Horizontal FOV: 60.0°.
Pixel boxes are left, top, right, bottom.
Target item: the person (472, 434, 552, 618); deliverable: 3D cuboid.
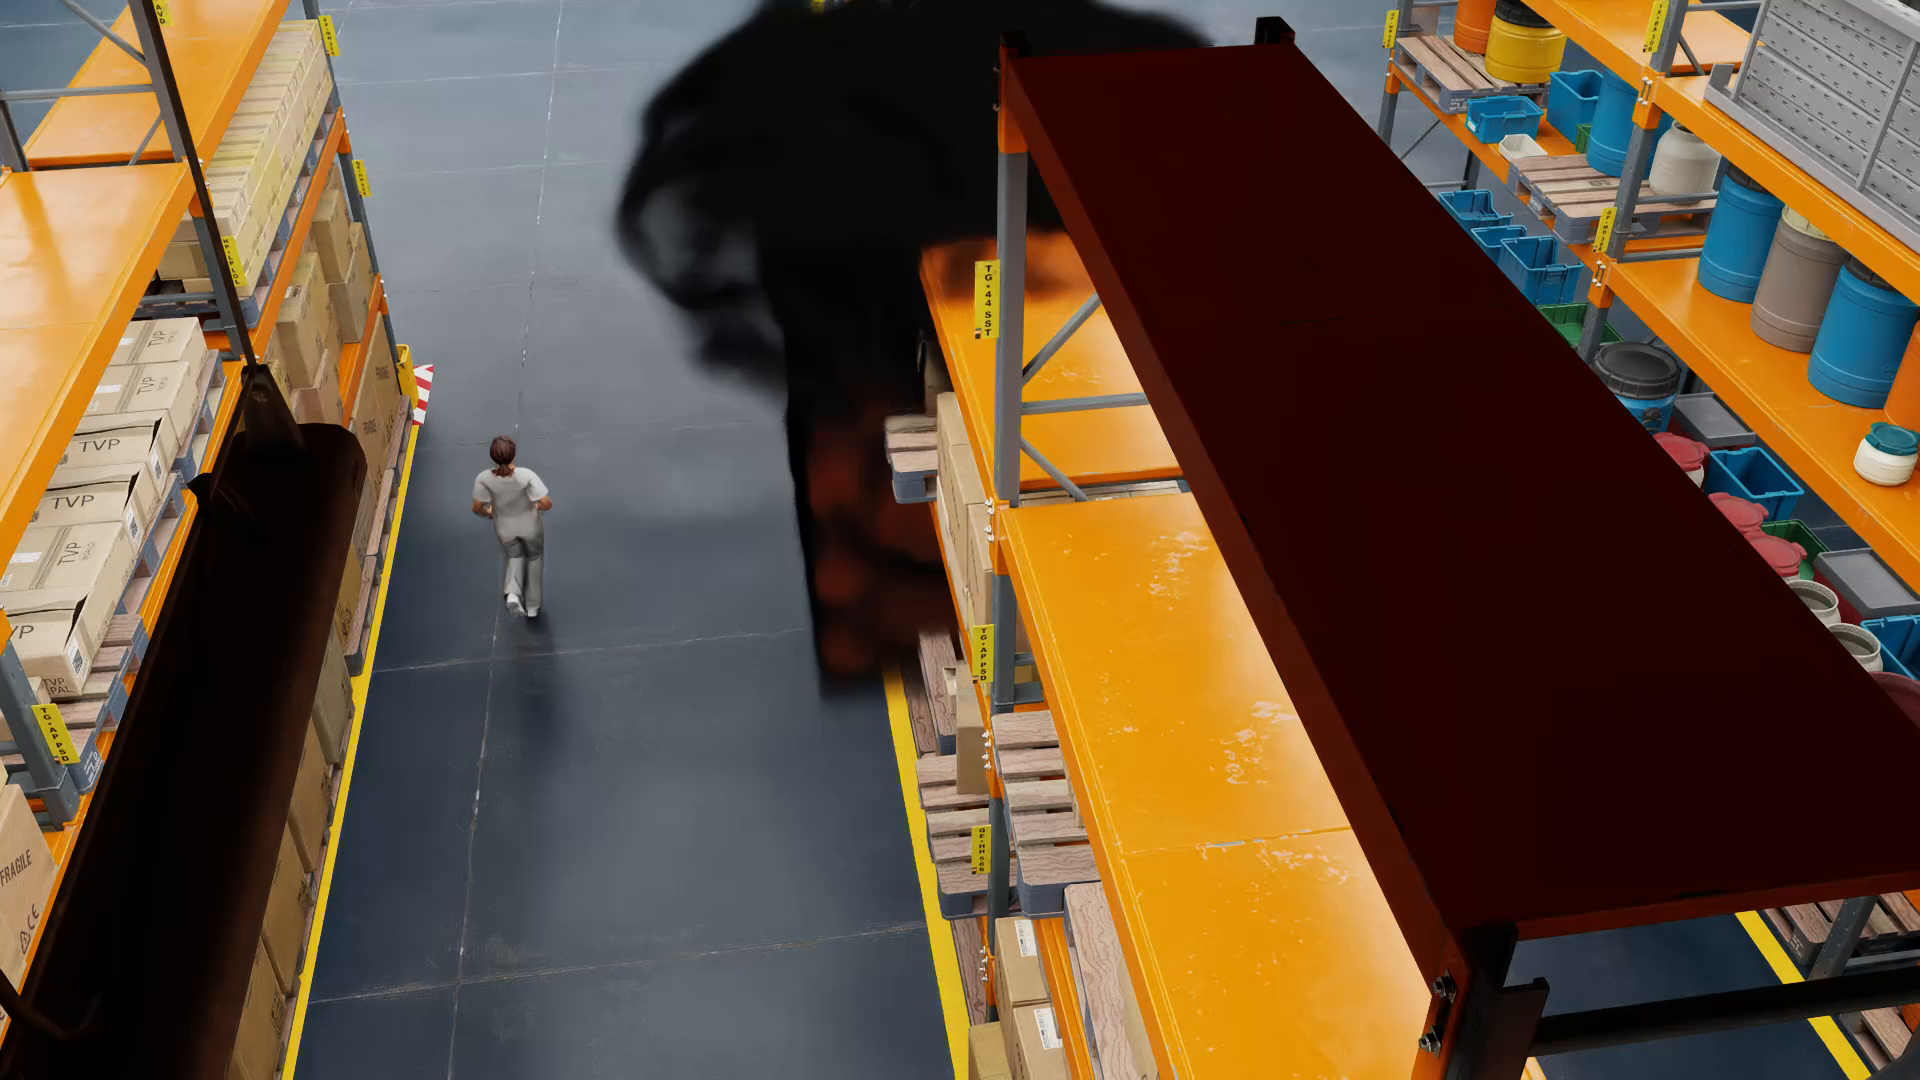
[{"bbox_3d":[-3.236,-0.048,12.174,0.565,1.619,0.599,-4,36,-5],"label":"person"}]
